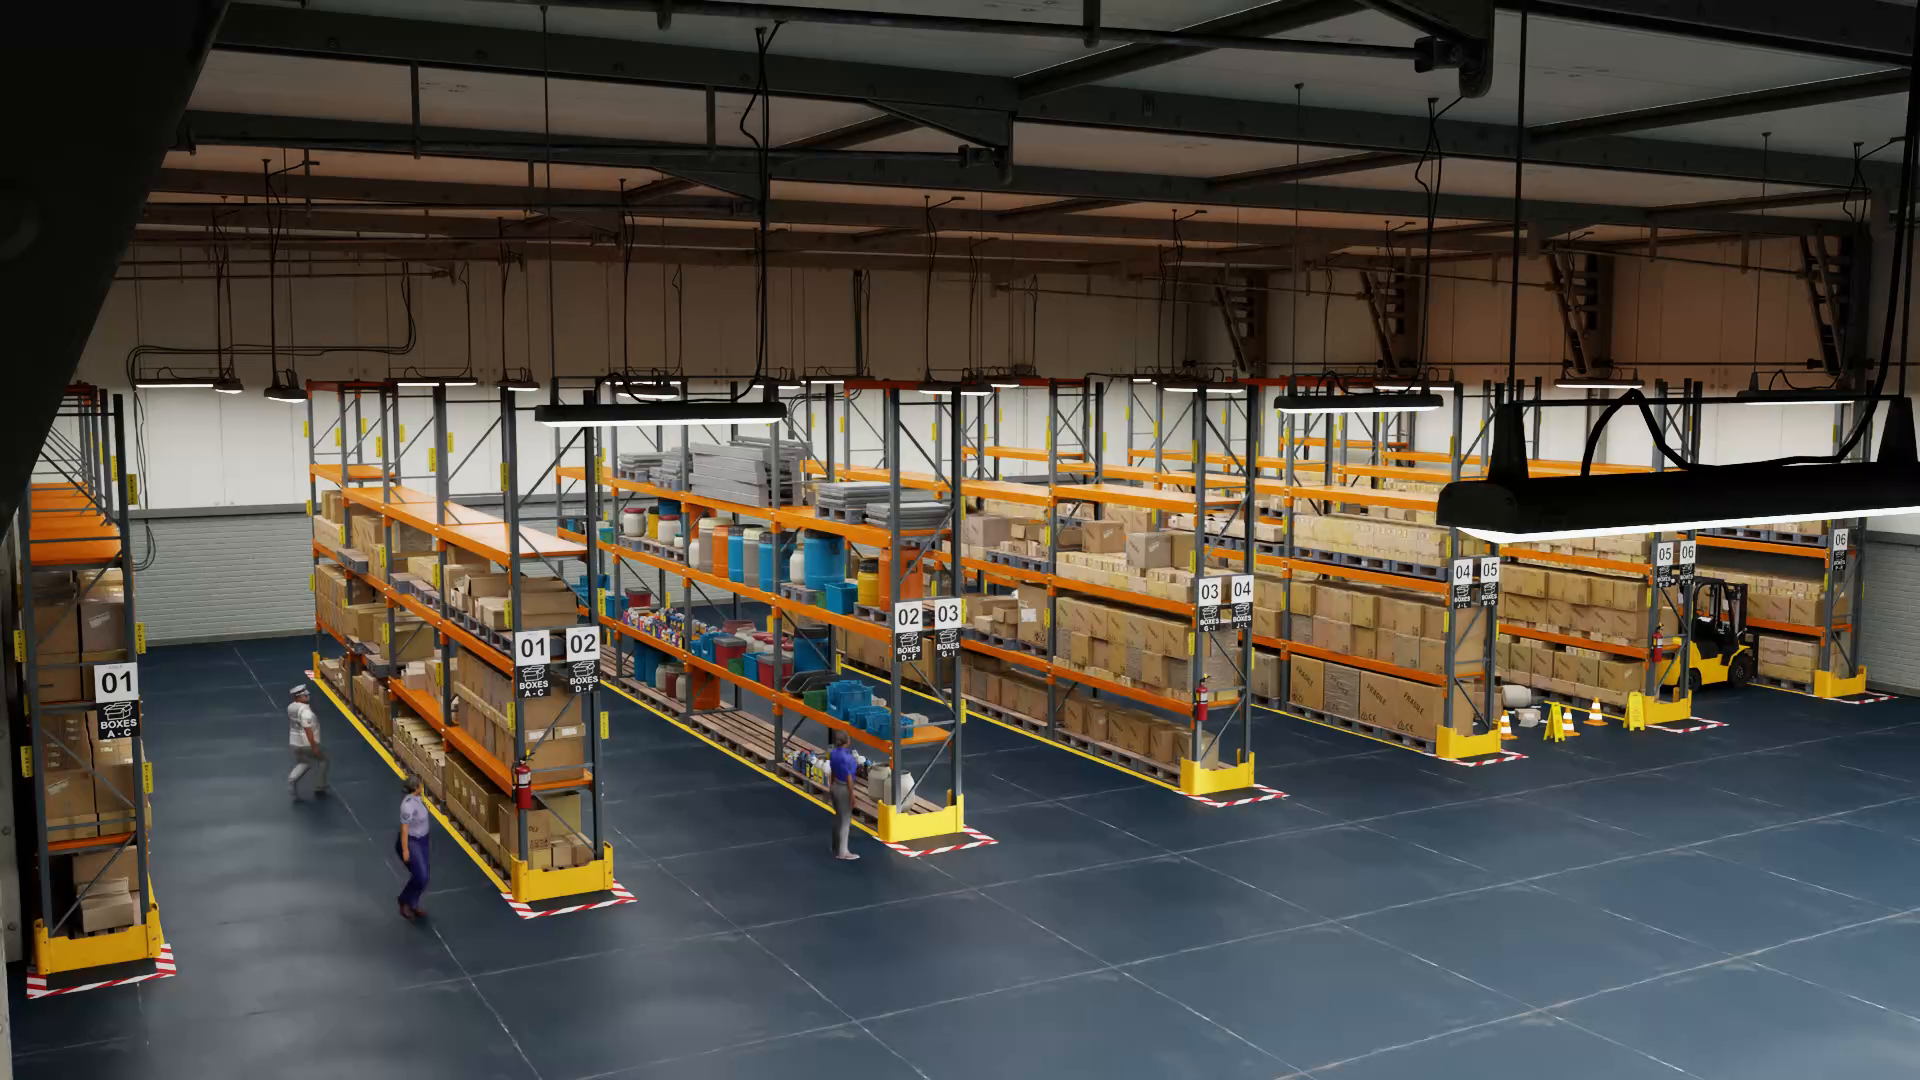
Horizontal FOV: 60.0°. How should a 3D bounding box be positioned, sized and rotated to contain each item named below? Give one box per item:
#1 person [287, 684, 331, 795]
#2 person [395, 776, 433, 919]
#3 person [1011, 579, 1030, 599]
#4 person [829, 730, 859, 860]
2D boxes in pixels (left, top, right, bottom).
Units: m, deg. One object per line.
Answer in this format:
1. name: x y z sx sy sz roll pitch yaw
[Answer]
1. person: -9.539 2.916 24.417 0.535 1.656 0.853 3 7 22
2. person: -6.189 3.491 18.964 0.446 1.641 0.551 2 6 15
3. person: 1.342 1.611 33.592 0.534 1.722 1.030 -4 7 -30
4. person: -1.485 3.303 21.308 0.338 1.667 0.537 -3 7 -27
